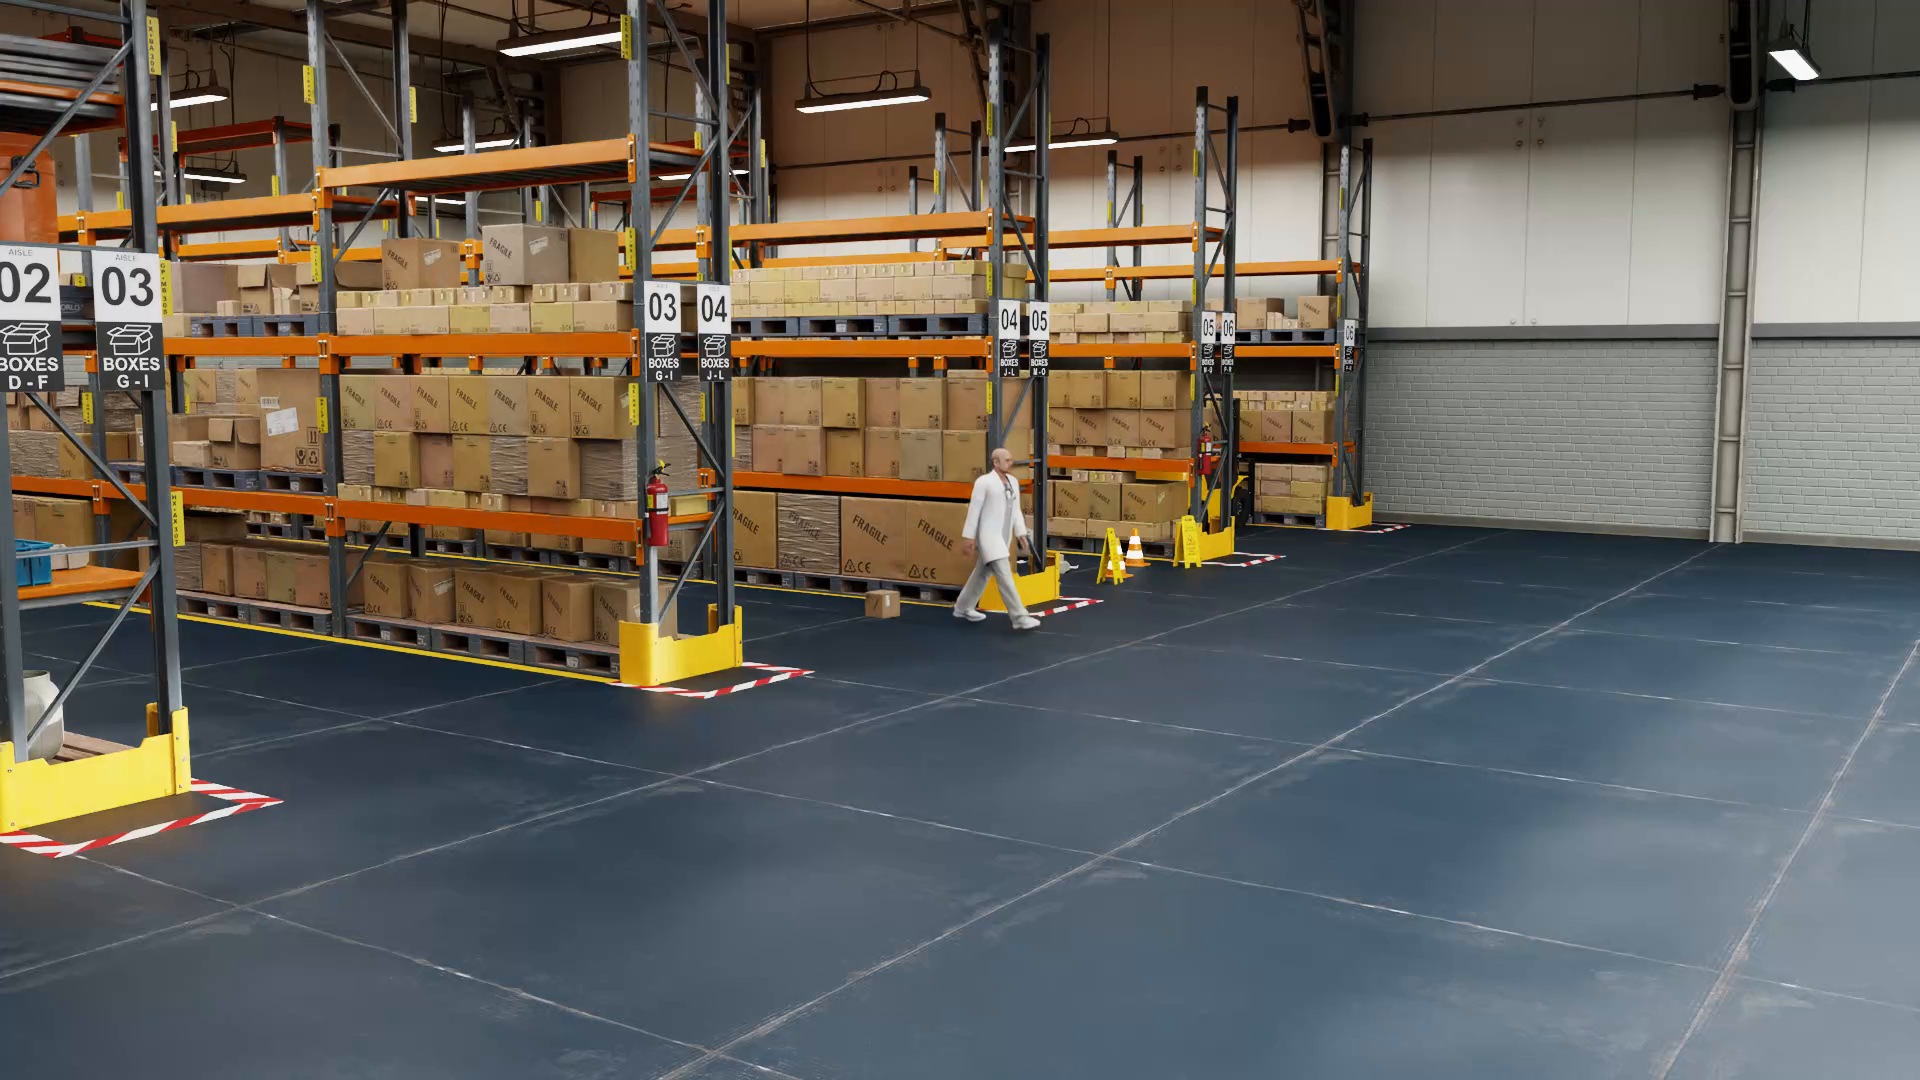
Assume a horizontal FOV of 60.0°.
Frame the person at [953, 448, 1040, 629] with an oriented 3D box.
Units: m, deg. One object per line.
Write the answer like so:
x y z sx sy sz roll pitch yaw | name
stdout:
0.384 -0.030 16.011 1.127 1.710 0.610 4 8 36 | person
